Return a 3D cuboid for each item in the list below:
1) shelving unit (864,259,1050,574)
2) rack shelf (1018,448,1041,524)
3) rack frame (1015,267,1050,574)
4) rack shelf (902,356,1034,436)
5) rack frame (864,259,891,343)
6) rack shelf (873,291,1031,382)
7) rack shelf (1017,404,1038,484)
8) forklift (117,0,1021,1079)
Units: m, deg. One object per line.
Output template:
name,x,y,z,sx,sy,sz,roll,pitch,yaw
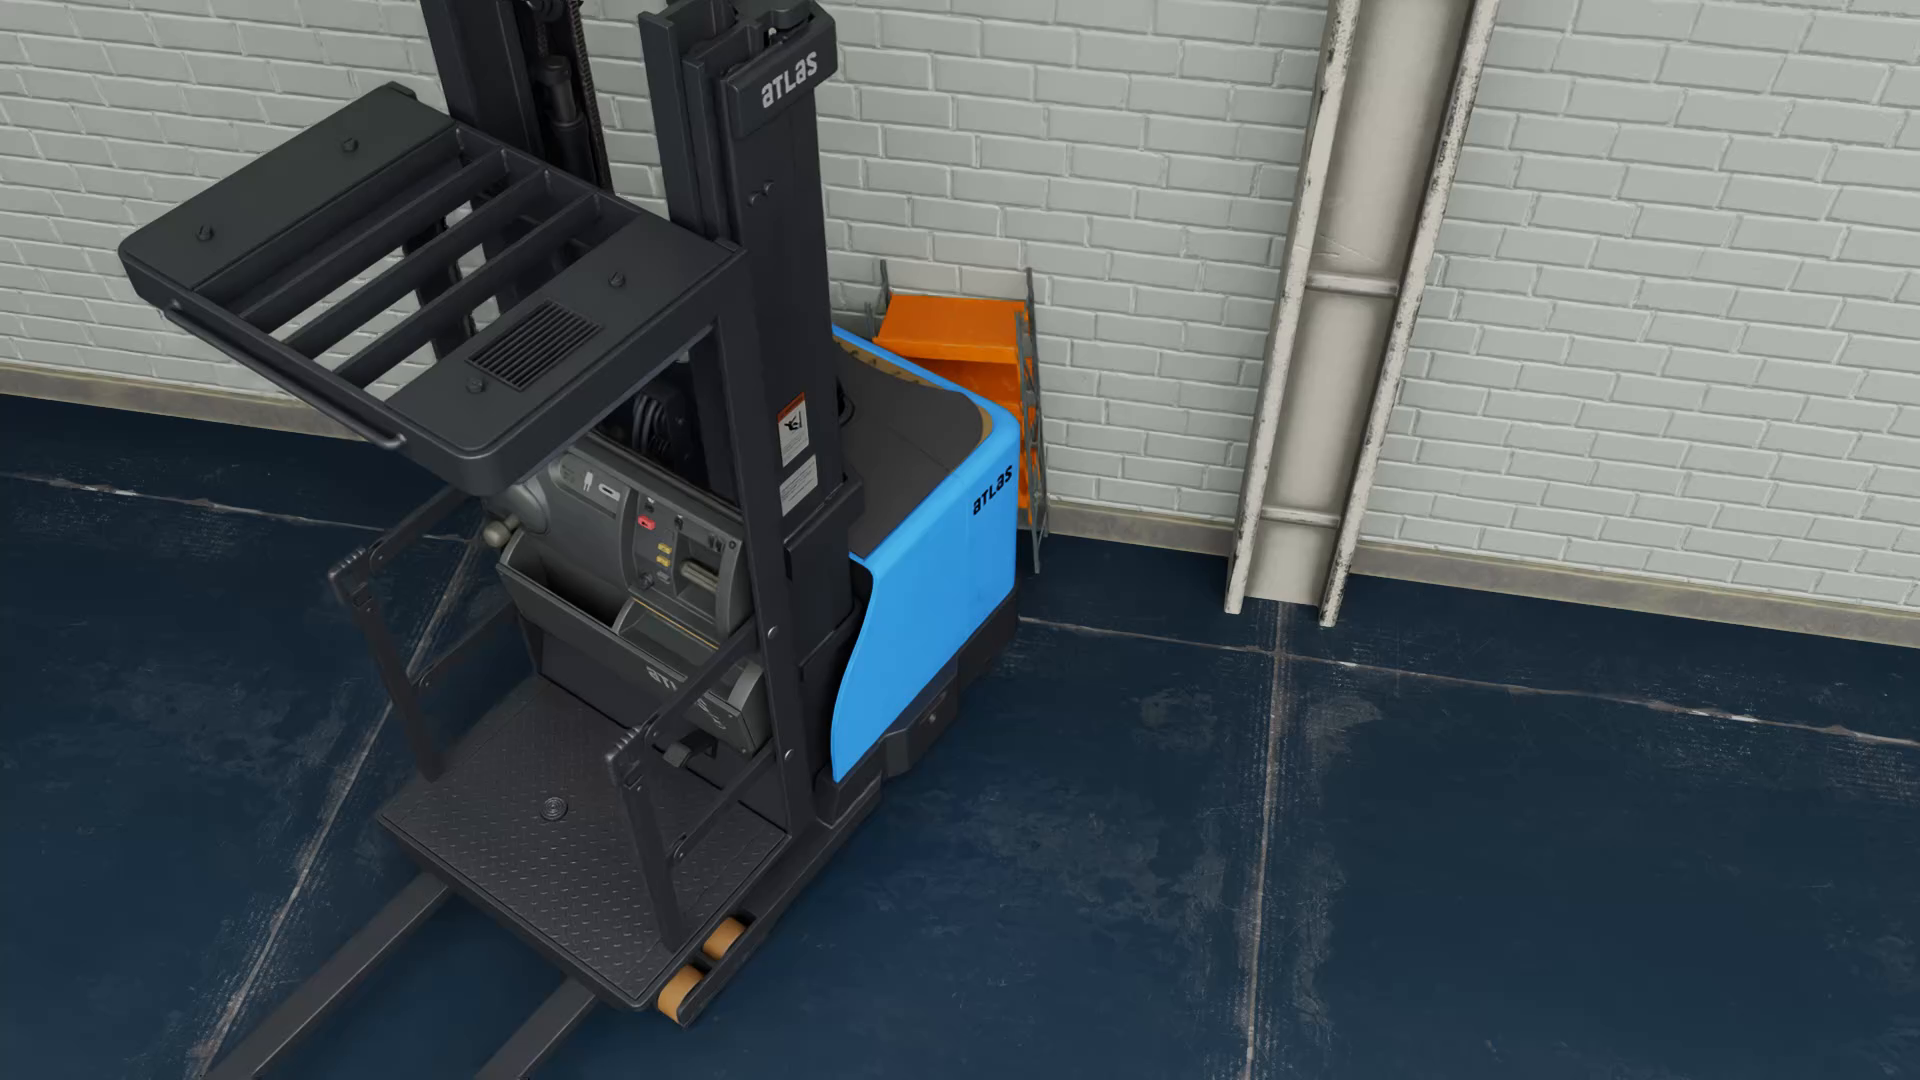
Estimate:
shelving unit,0.014,-0.400,5.763,0.503,1.200,0.258,5,47,11
rack shelf,0.037,-0.215,5.954,0.480,0.148,0.258,5,47,11
rack frame,0.253,-0.379,5.715,0.015,1.200,0.240,5,47,11
rack shelf,0.001,-0.508,5.652,0.480,0.148,0.258,5,47,11
rack frame,-0.224,-0.420,5.812,0.015,1.200,0.240,5,47,11
rack shelf,-0.019,-0.672,5.482,0.480,0.148,0.258,5,47,11
rack shelf,0.020,-0.353,5.812,0.480,0.148,0.258,5,47,11
forklift,-1.059,0.036,4.247,1.130,2.935,3.031,28,54,23
